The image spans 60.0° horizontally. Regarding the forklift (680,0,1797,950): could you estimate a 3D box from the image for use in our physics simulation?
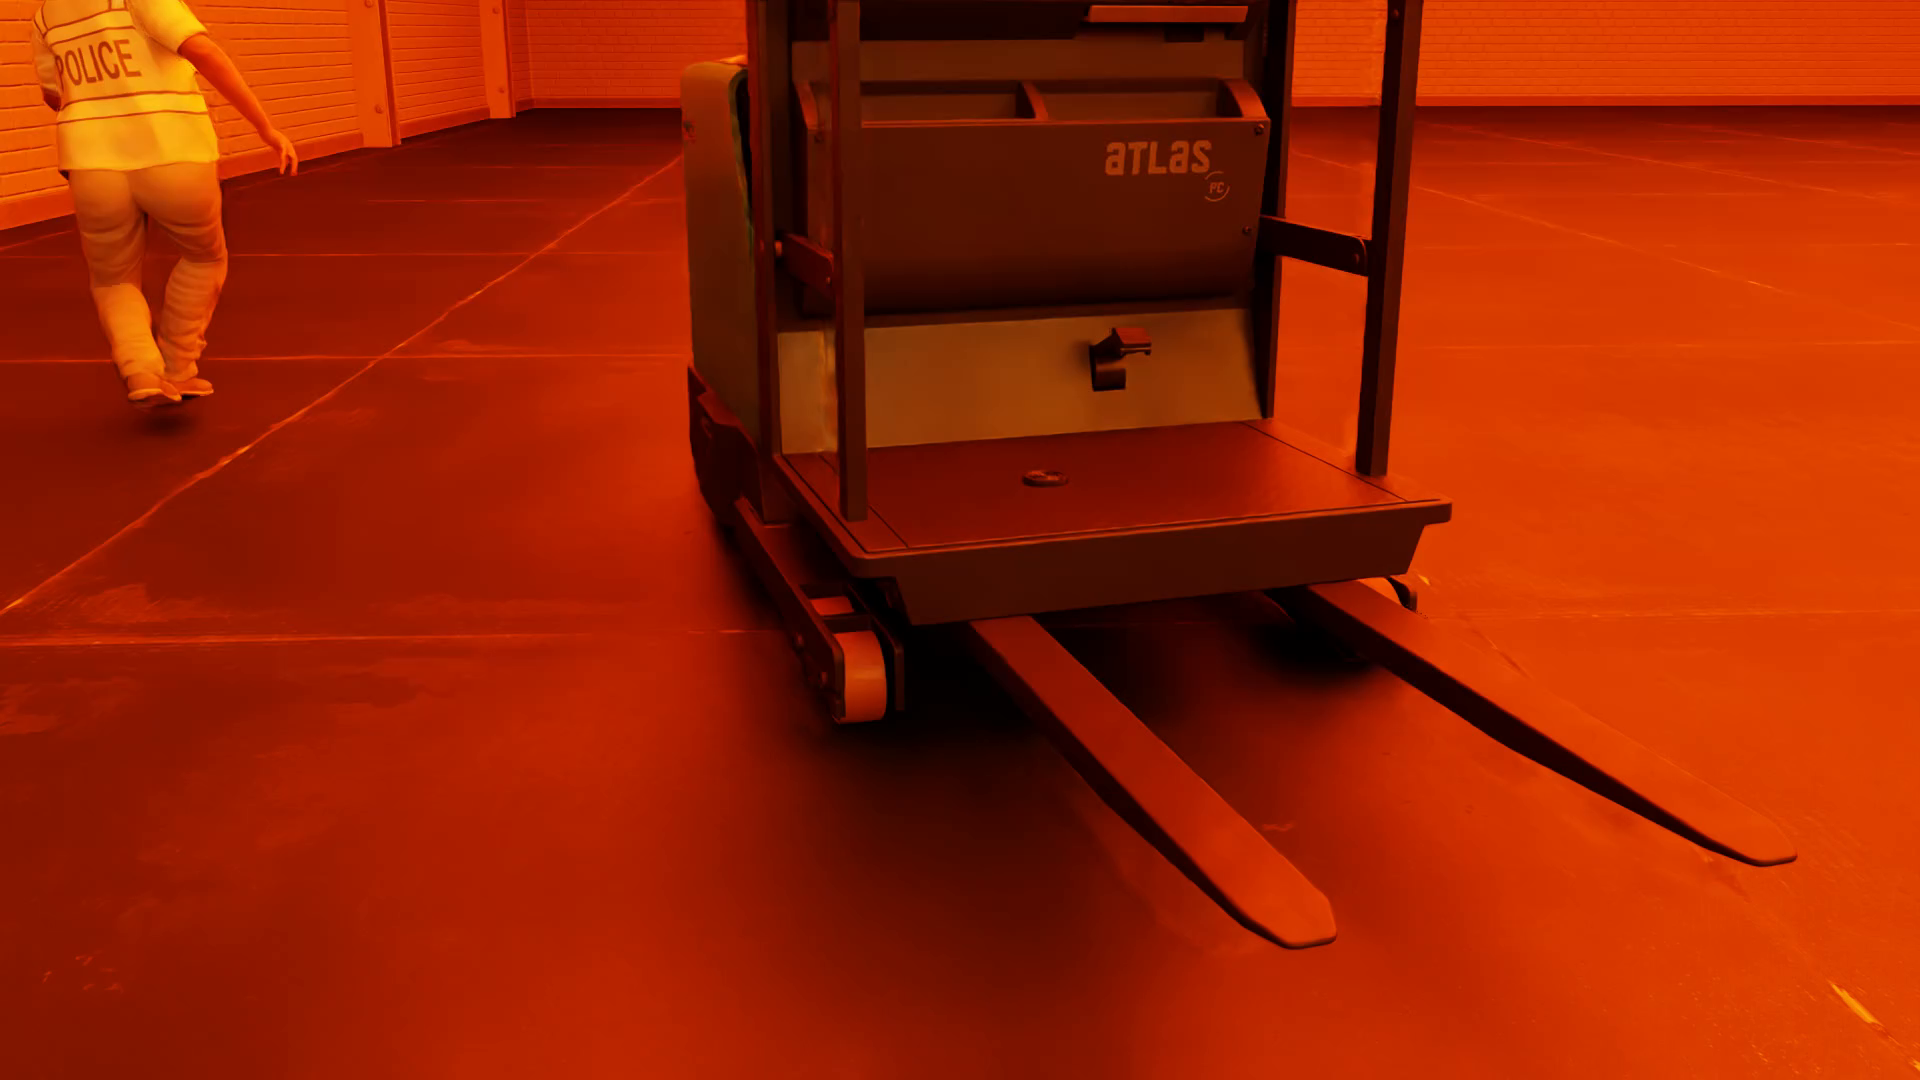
[{"bbox_3d":[0.211,-1.212,2.868,1.130,2.935,3.031,-5,18,-17],"label":"forklift"}]

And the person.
[{"bbox_3d":[-2.404,-1.155,5.111,0.803,1.541,0.808,-1,17,-4],"label":"person"}]
